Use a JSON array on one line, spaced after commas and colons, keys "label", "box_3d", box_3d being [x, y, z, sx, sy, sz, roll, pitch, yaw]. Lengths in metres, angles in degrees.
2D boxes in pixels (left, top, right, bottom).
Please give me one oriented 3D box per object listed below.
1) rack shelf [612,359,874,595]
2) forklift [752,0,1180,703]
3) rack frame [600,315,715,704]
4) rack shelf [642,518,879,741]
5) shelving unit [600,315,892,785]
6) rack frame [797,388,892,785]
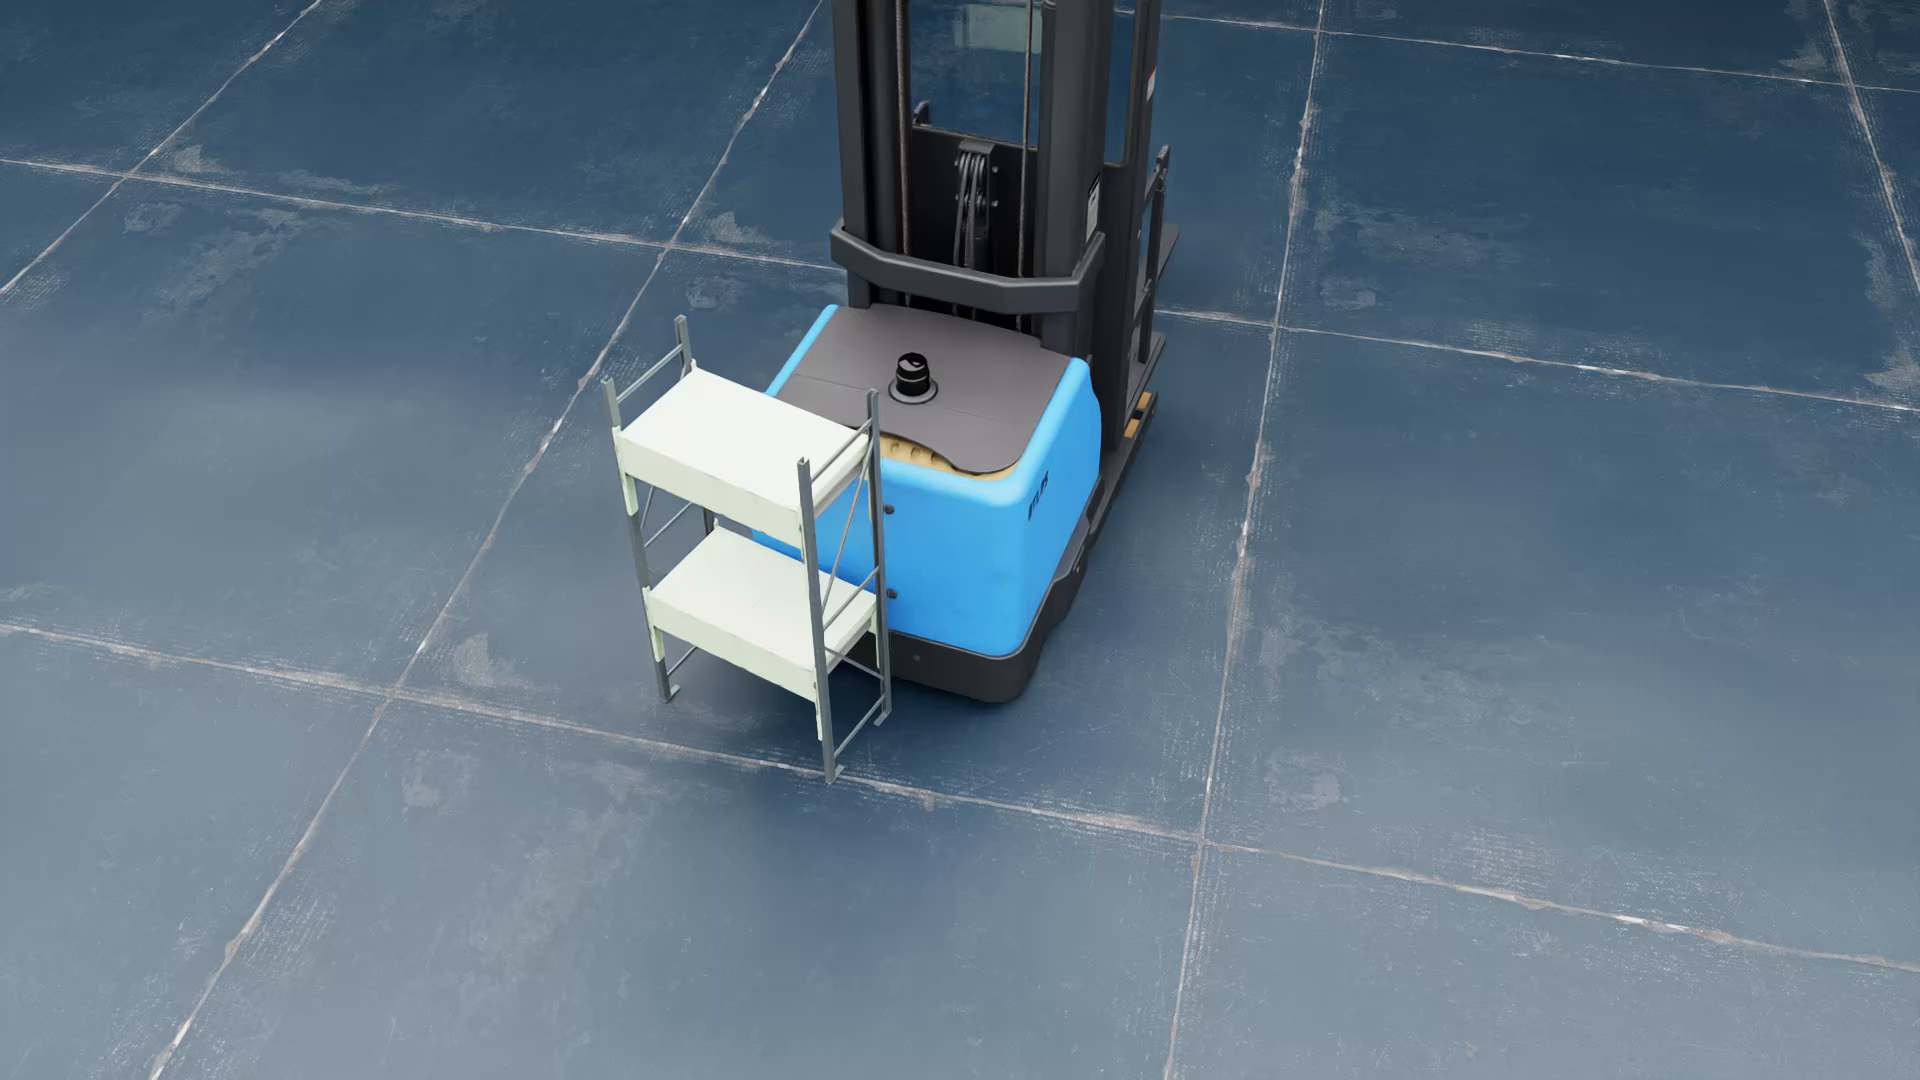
[{"label": "rack shelf", "box_3d": [-0.676, -0.211, 5.325, 0.720, 0.370, 0.431, 23, 48, 22]}, {"label": "forklift", "box_3d": [0.220, -1.502, 6.197, 1.130, 2.935, 3.031, 14, 46, 14]}, {"label": "rack frame", "box_3d": [-0.990, -0.060, 5.731, 0.023, 1.500, 0.400, 23, 48, 22]}, {"label": "rack shelf", "box_3d": [-0.676, 0.305, 5.822, 0.720, 0.370, 0.431, 23, 48, 22]}, {"label": "shelving unit", "box_3d": [-0.676, 0.070, 5.596, 0.755, 1.500, 0.431, 23, 48, 22]}, {"label": "rack frame", "box_3d": [-0.362, 0.201, 5.460, 0.023, 1.500, 0.400, 23, 48, 22]}]
